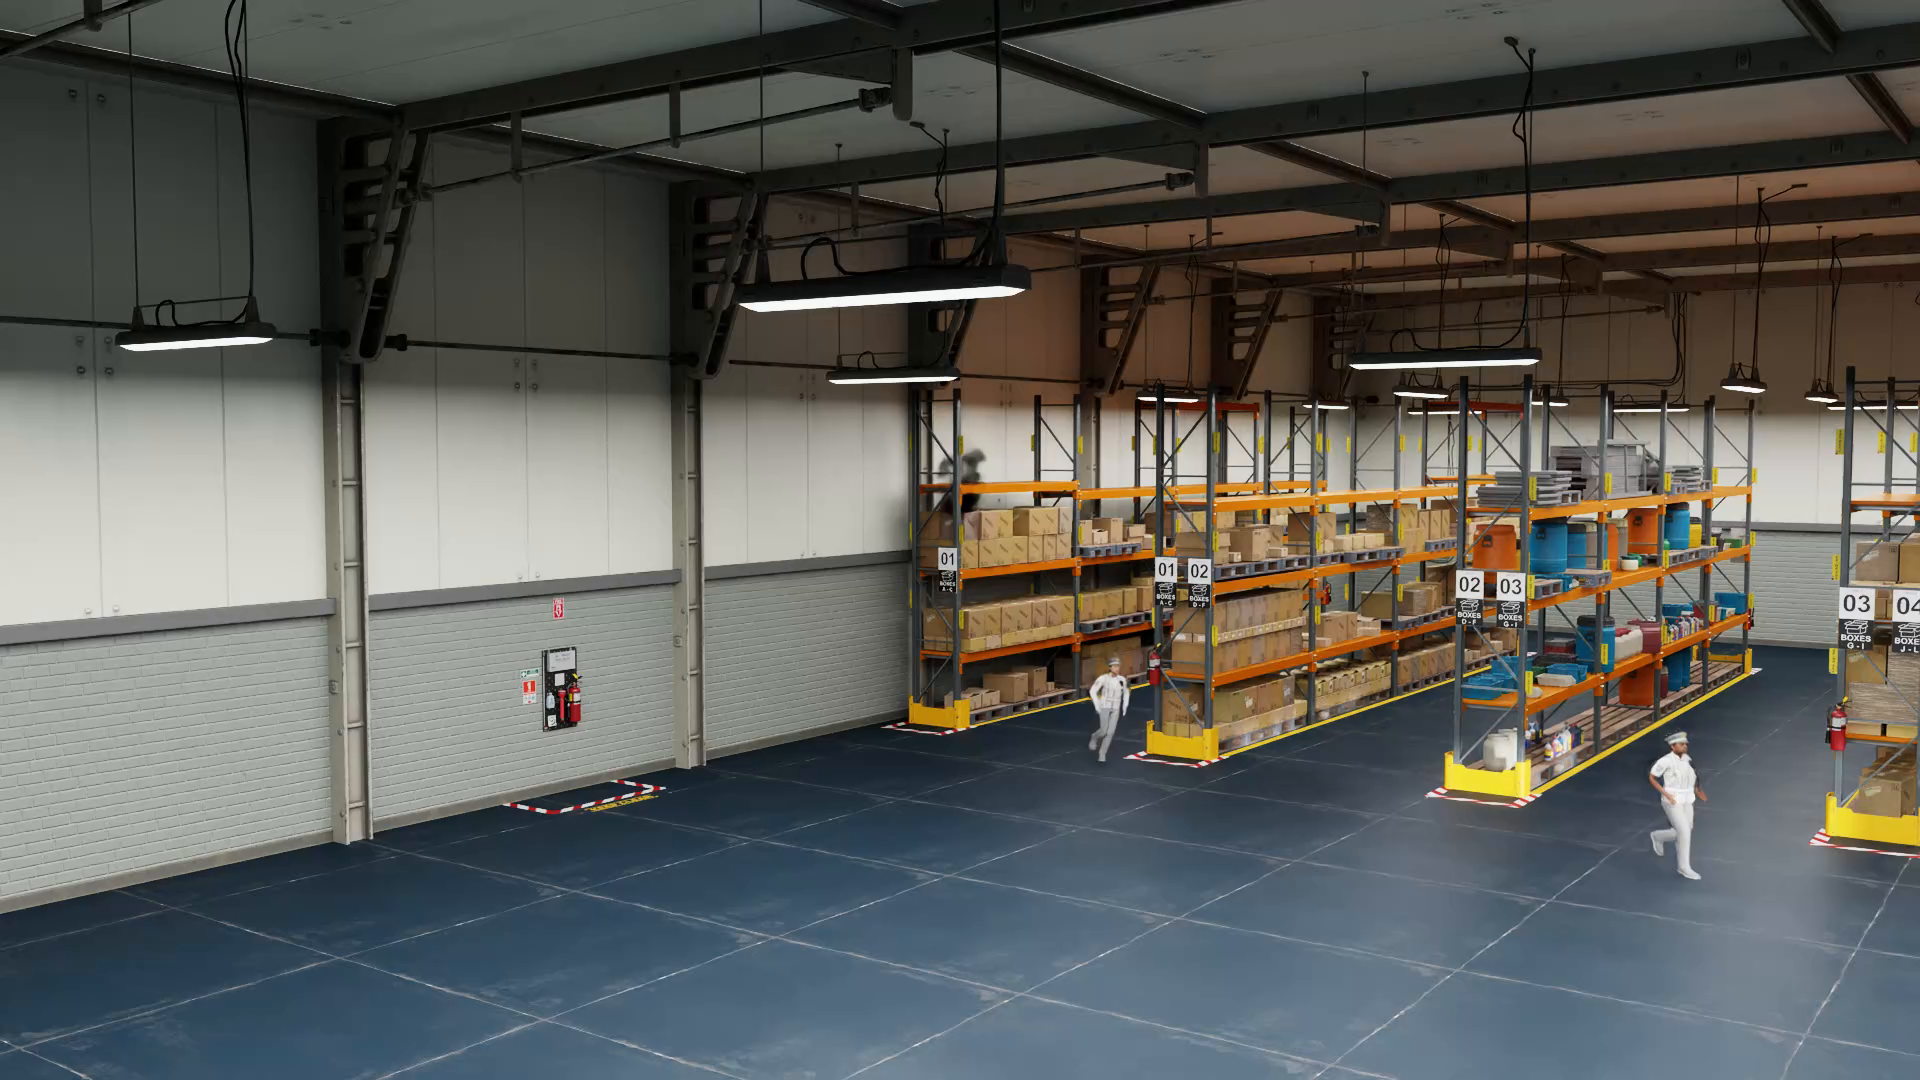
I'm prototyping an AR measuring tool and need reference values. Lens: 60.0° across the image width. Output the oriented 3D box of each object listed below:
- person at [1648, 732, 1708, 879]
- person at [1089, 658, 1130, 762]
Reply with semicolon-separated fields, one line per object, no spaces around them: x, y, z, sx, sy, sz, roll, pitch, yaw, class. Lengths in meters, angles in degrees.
8.371;3.073;19.483;0.577;1.681;0.738;-2;4;-25;person
2.410;2.679;26.493;0.659;1.622;0.604;-1;3;-12;person
